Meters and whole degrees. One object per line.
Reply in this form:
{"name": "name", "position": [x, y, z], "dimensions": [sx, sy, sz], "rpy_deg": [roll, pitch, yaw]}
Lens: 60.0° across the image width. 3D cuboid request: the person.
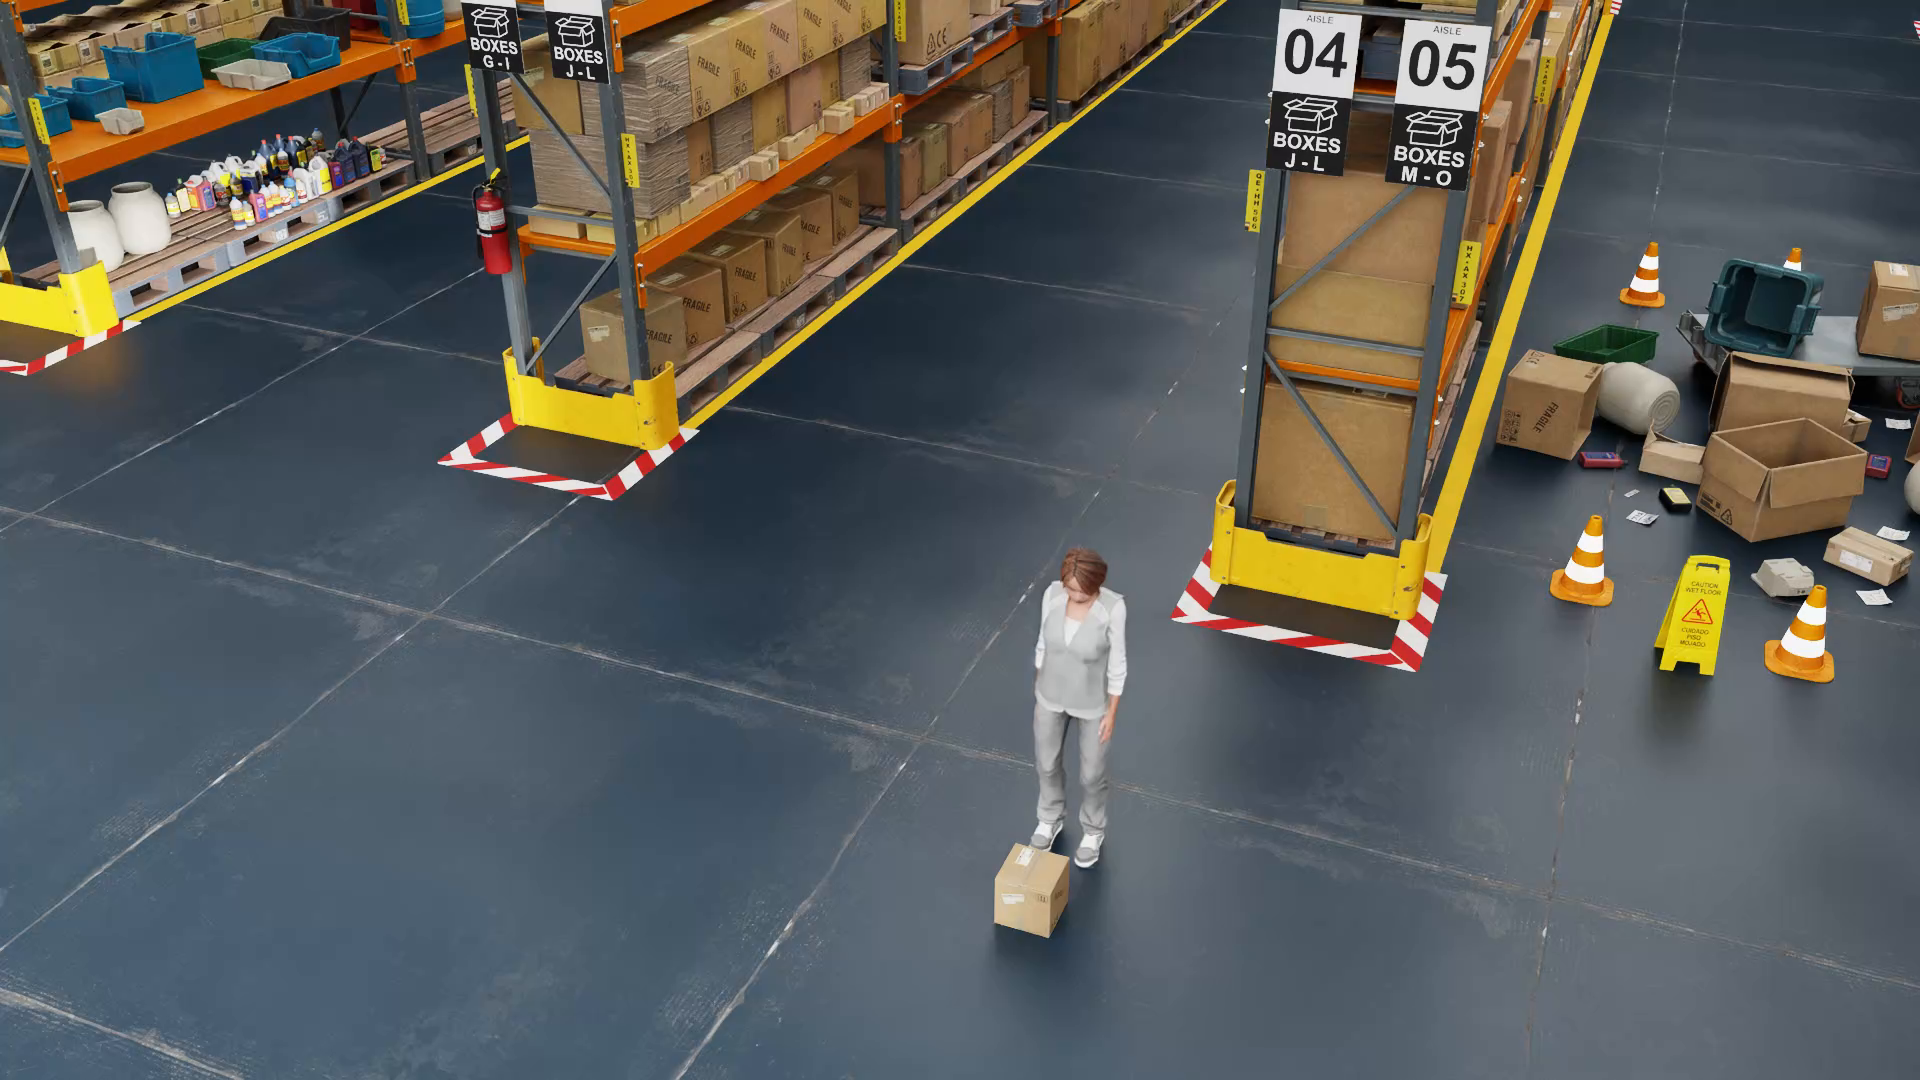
{"name": "person", "position": [0.519, 0.713, 7.191], "dimensions": [0.409, 1.576, 0.300], "rpy_deg": [12, 32, 20]}
